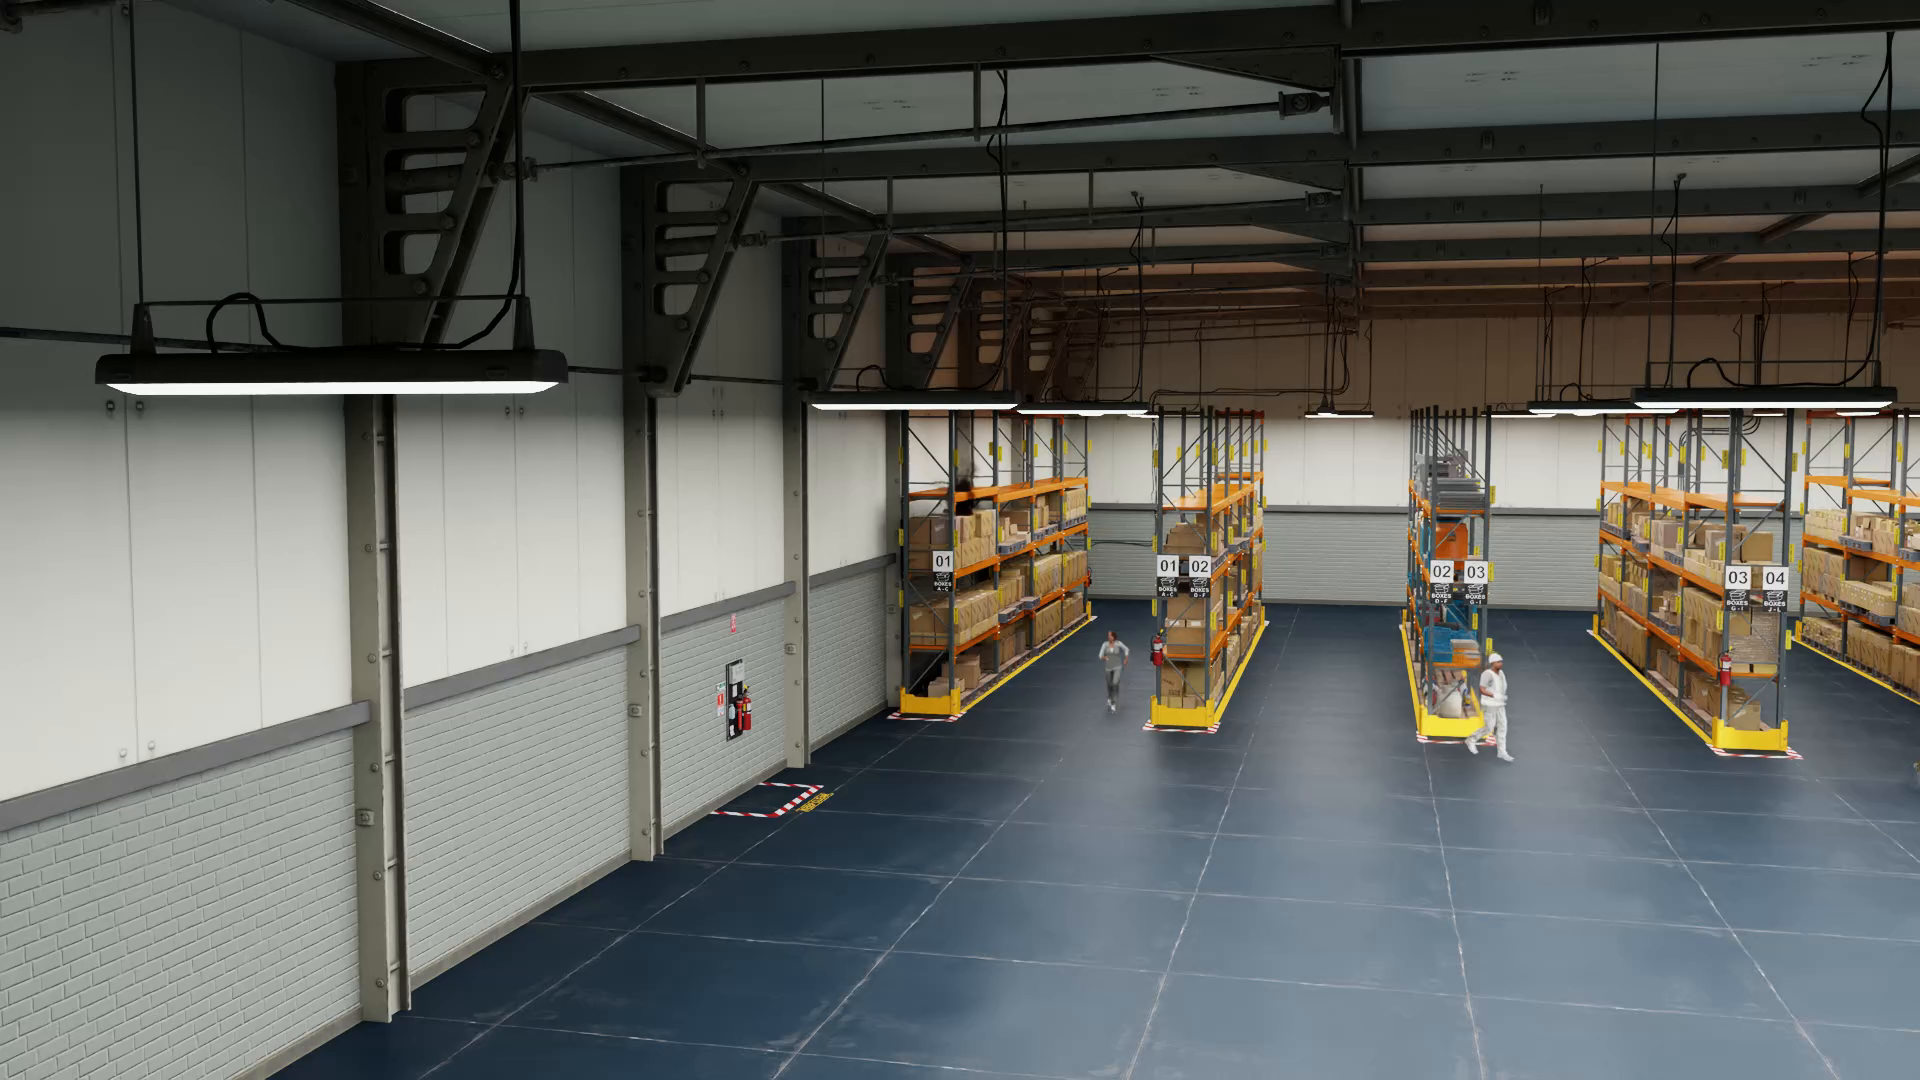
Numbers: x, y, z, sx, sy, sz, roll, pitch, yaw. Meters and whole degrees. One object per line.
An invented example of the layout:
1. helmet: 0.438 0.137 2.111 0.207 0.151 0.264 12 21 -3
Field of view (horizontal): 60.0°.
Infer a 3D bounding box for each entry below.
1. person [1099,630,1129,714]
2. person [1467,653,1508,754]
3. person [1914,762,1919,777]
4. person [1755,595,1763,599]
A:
1. person: 3.026 2.575 32.776 0.547 1.631 0.845 1 4 17
2. person: 8.999 2.771 28.195 0.708 1.717 0.738 -4 6 -42
3. person: 15.204 3.021 25.453 1.032 1.770 0.735 4 6 44
4. person: 20.299 1.857 42.216 0.753 1.666 0.582 1 4 16
